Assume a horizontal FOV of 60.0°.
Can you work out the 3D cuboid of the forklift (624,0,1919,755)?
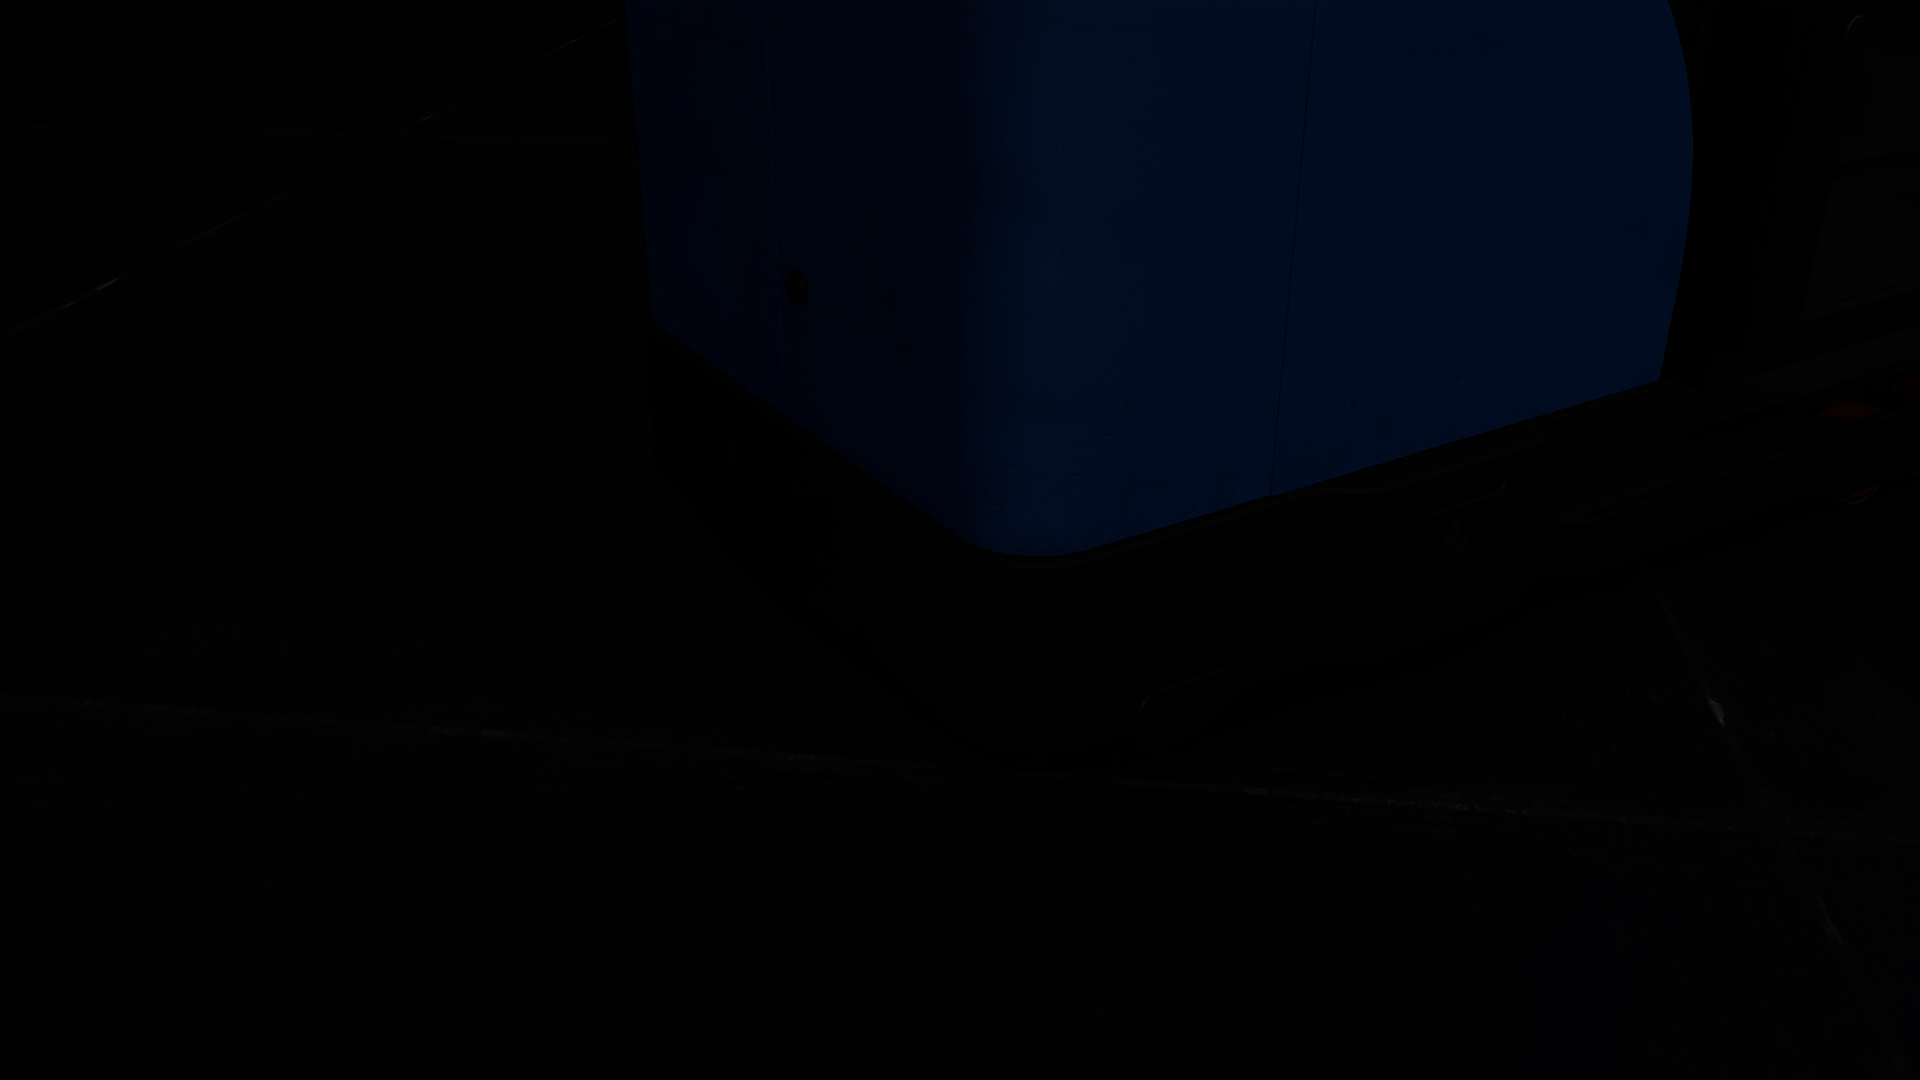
[{"bbox_3d":[1.047,-1.548,2.319,3.031,2.935,1.130,-16,31,-29],"label":"forklift"}]
